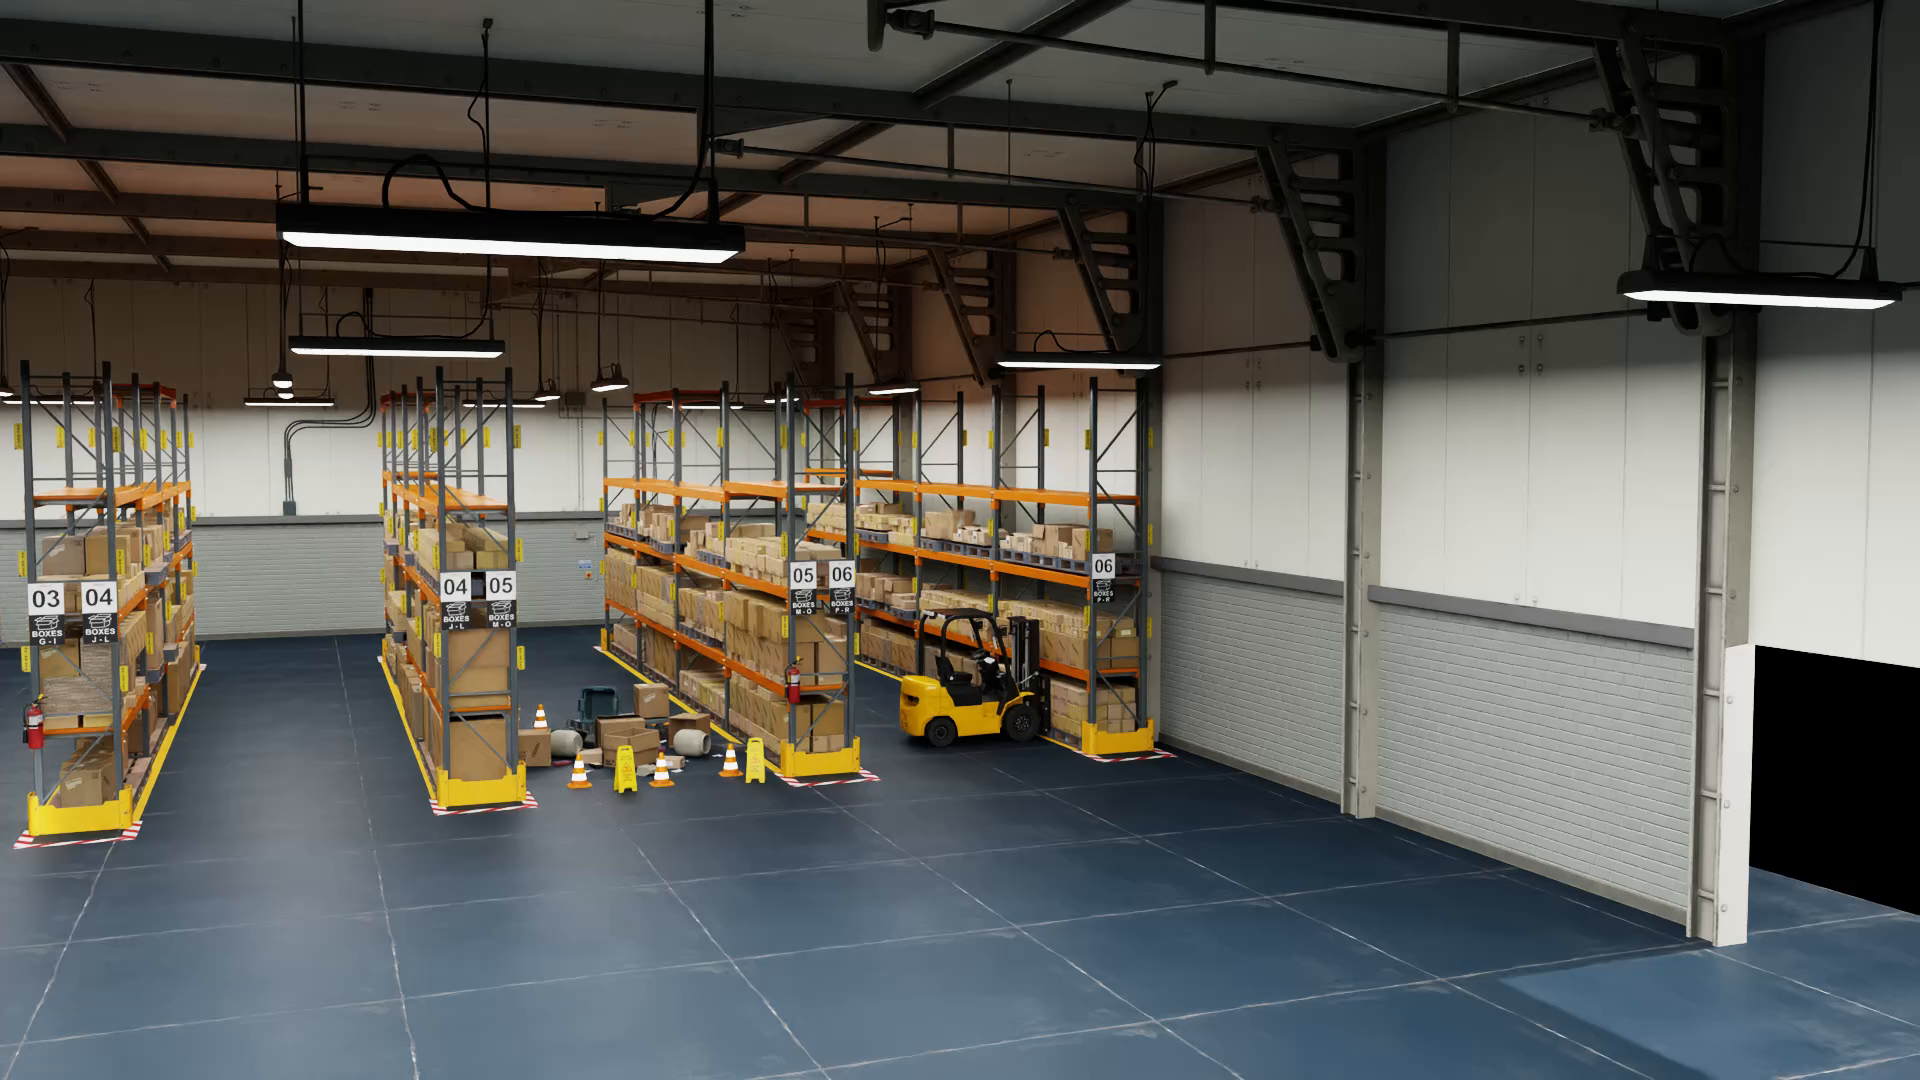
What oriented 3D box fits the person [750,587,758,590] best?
[{"bbox_3d":[-4.965,1.762,40.192,0.582,1.717,0.532,0,3,0],"label":"person"}]
